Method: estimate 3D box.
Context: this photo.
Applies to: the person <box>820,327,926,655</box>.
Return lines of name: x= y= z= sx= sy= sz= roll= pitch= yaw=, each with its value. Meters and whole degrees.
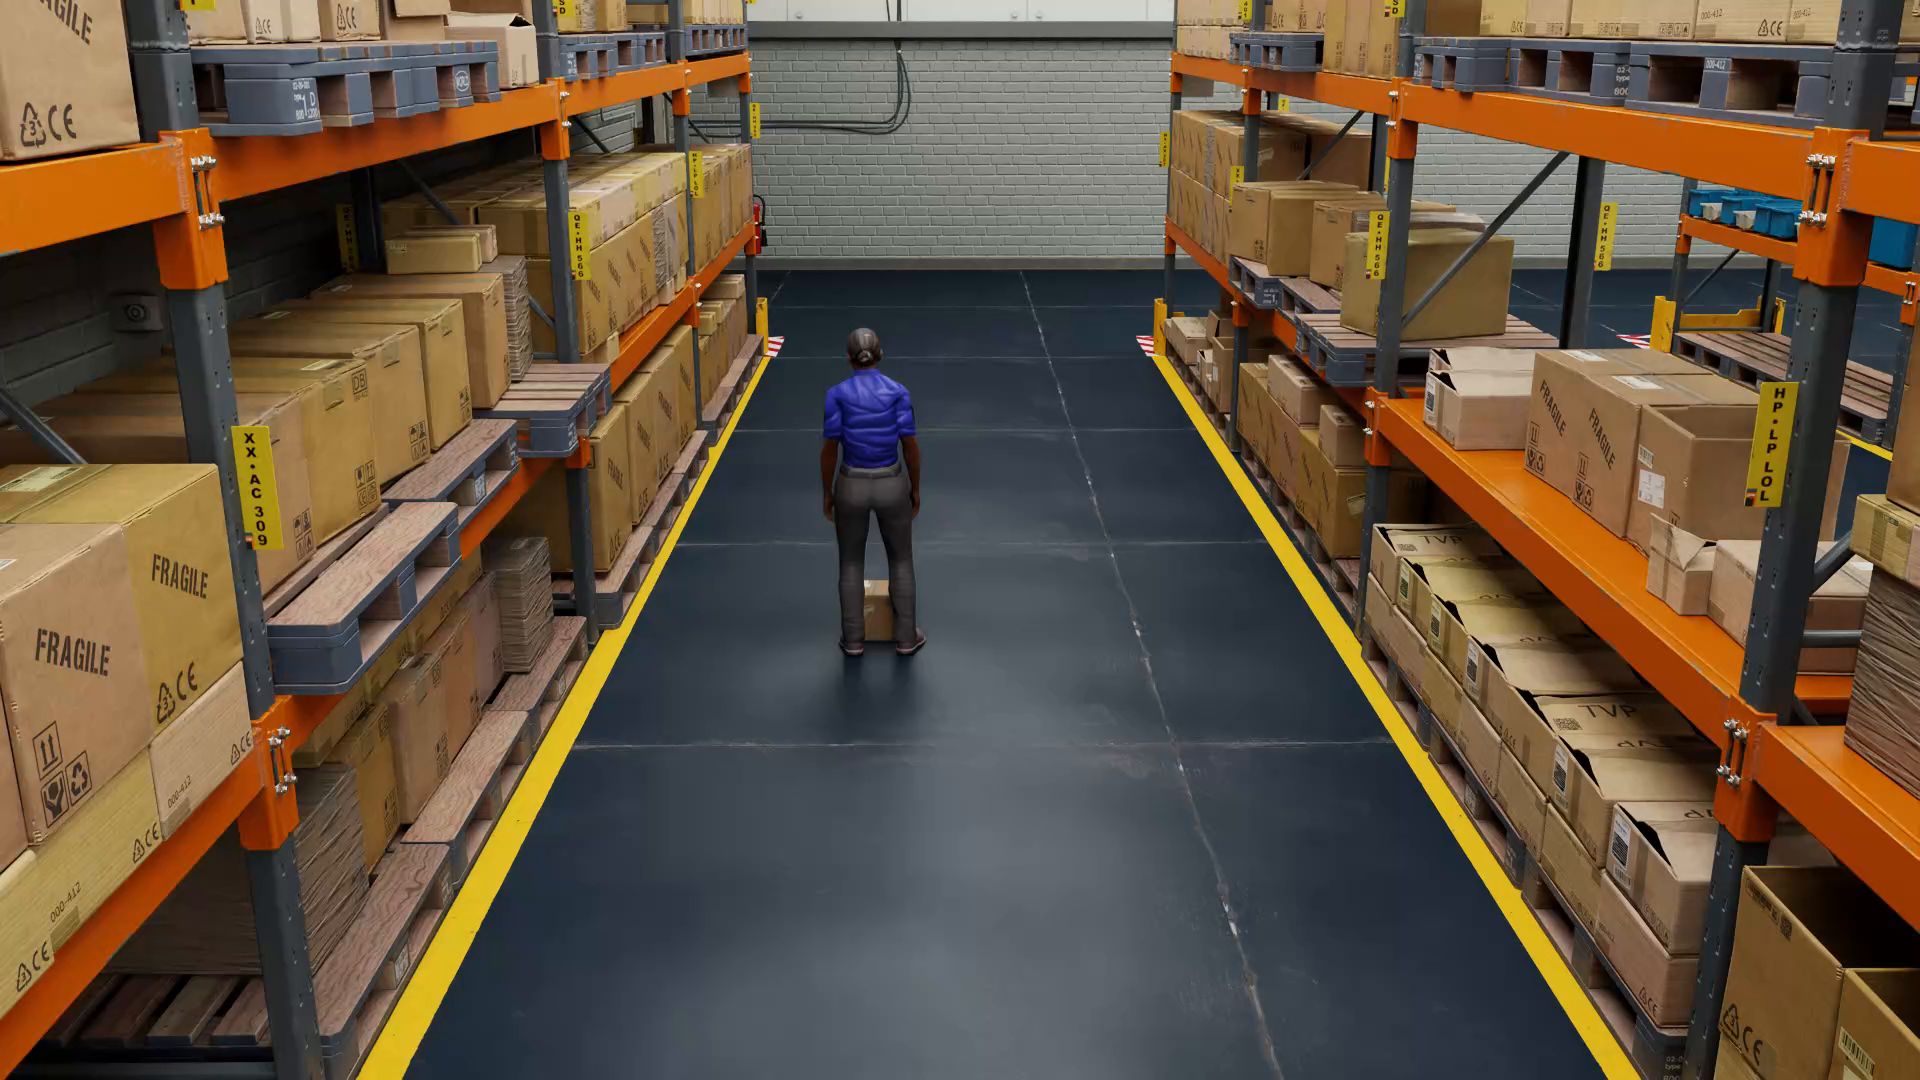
person: x=-0.432 y=-0.231 z=8.300 sx=0.519 sy=1.653 sz=0.349 roll=-1 pitch=17 yaw=-4
